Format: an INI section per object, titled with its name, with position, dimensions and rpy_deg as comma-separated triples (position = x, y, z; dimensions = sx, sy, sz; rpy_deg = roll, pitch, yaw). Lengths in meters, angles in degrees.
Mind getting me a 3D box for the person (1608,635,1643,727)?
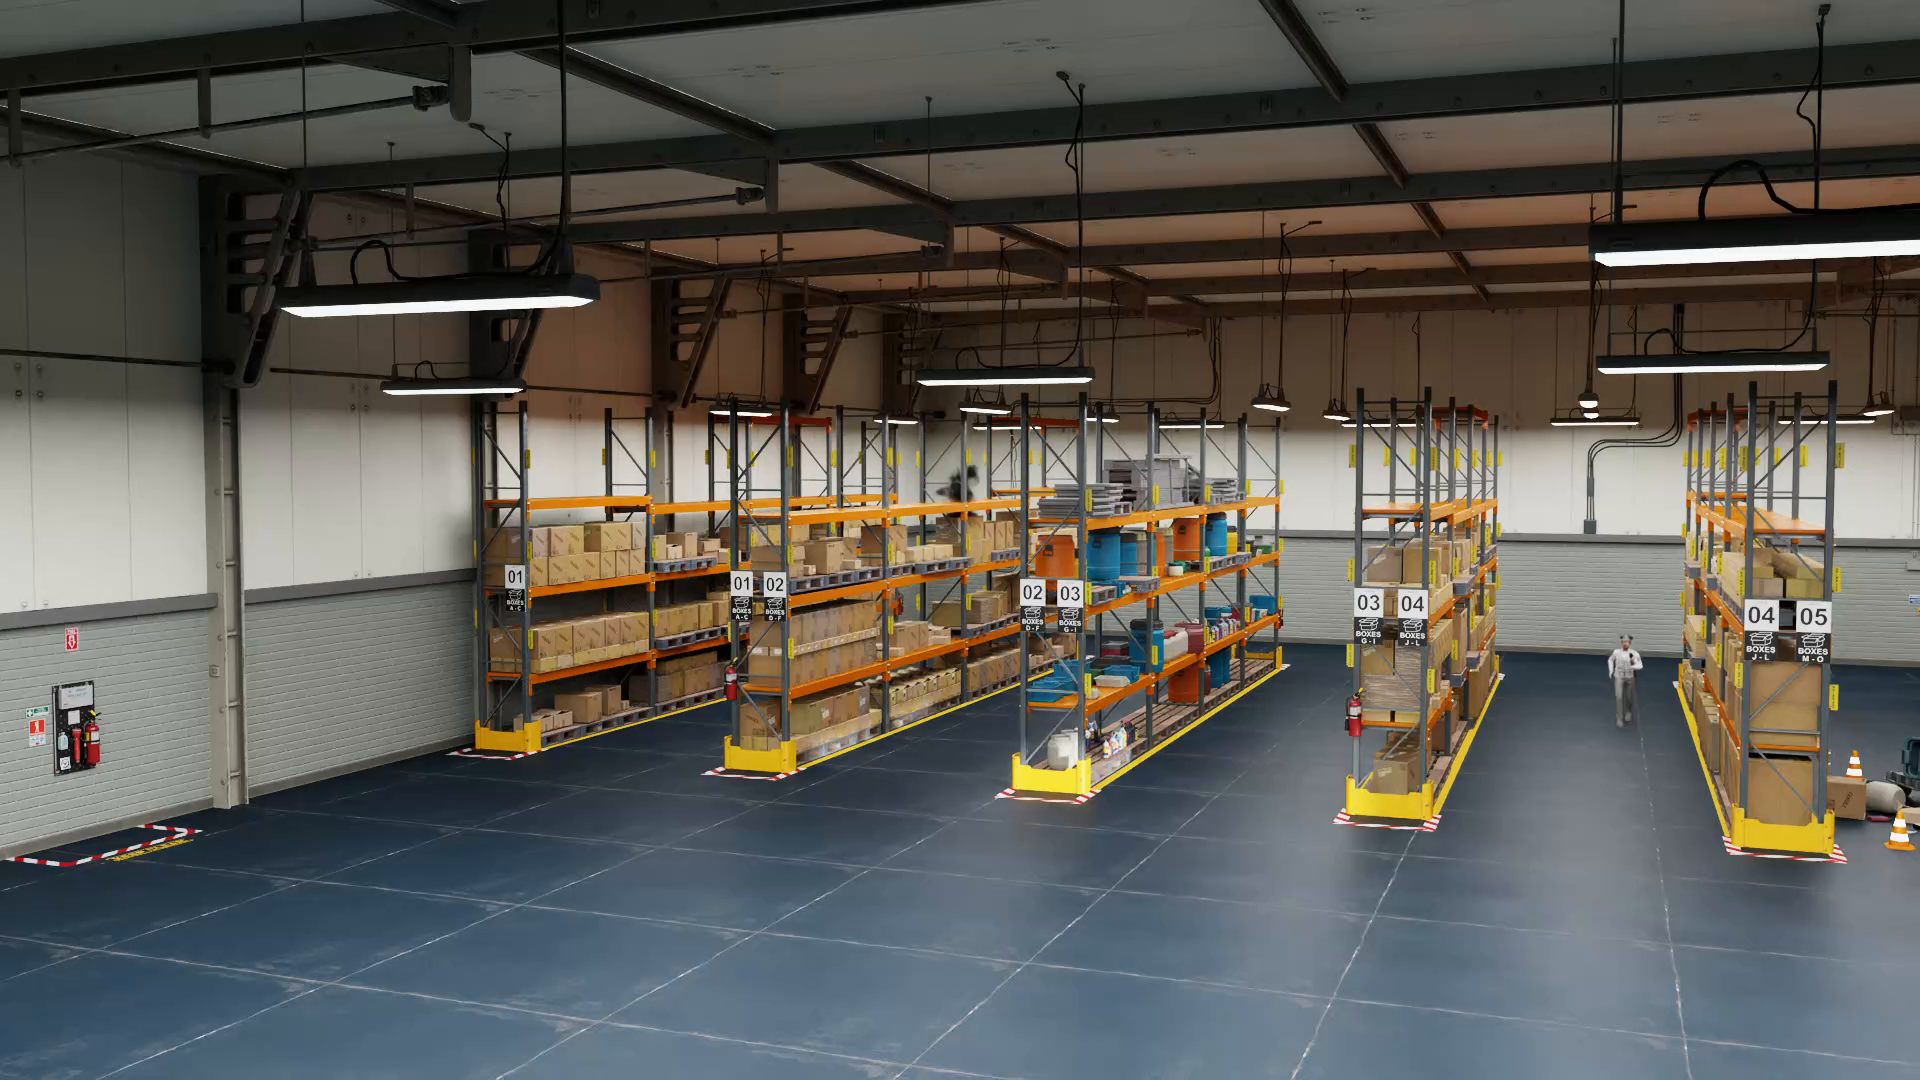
[person]
position = 12.475, 2.611, 31.201
dimensions = 0.614, 1.682, 0.901
rpy_deg = 1, 3, 24
